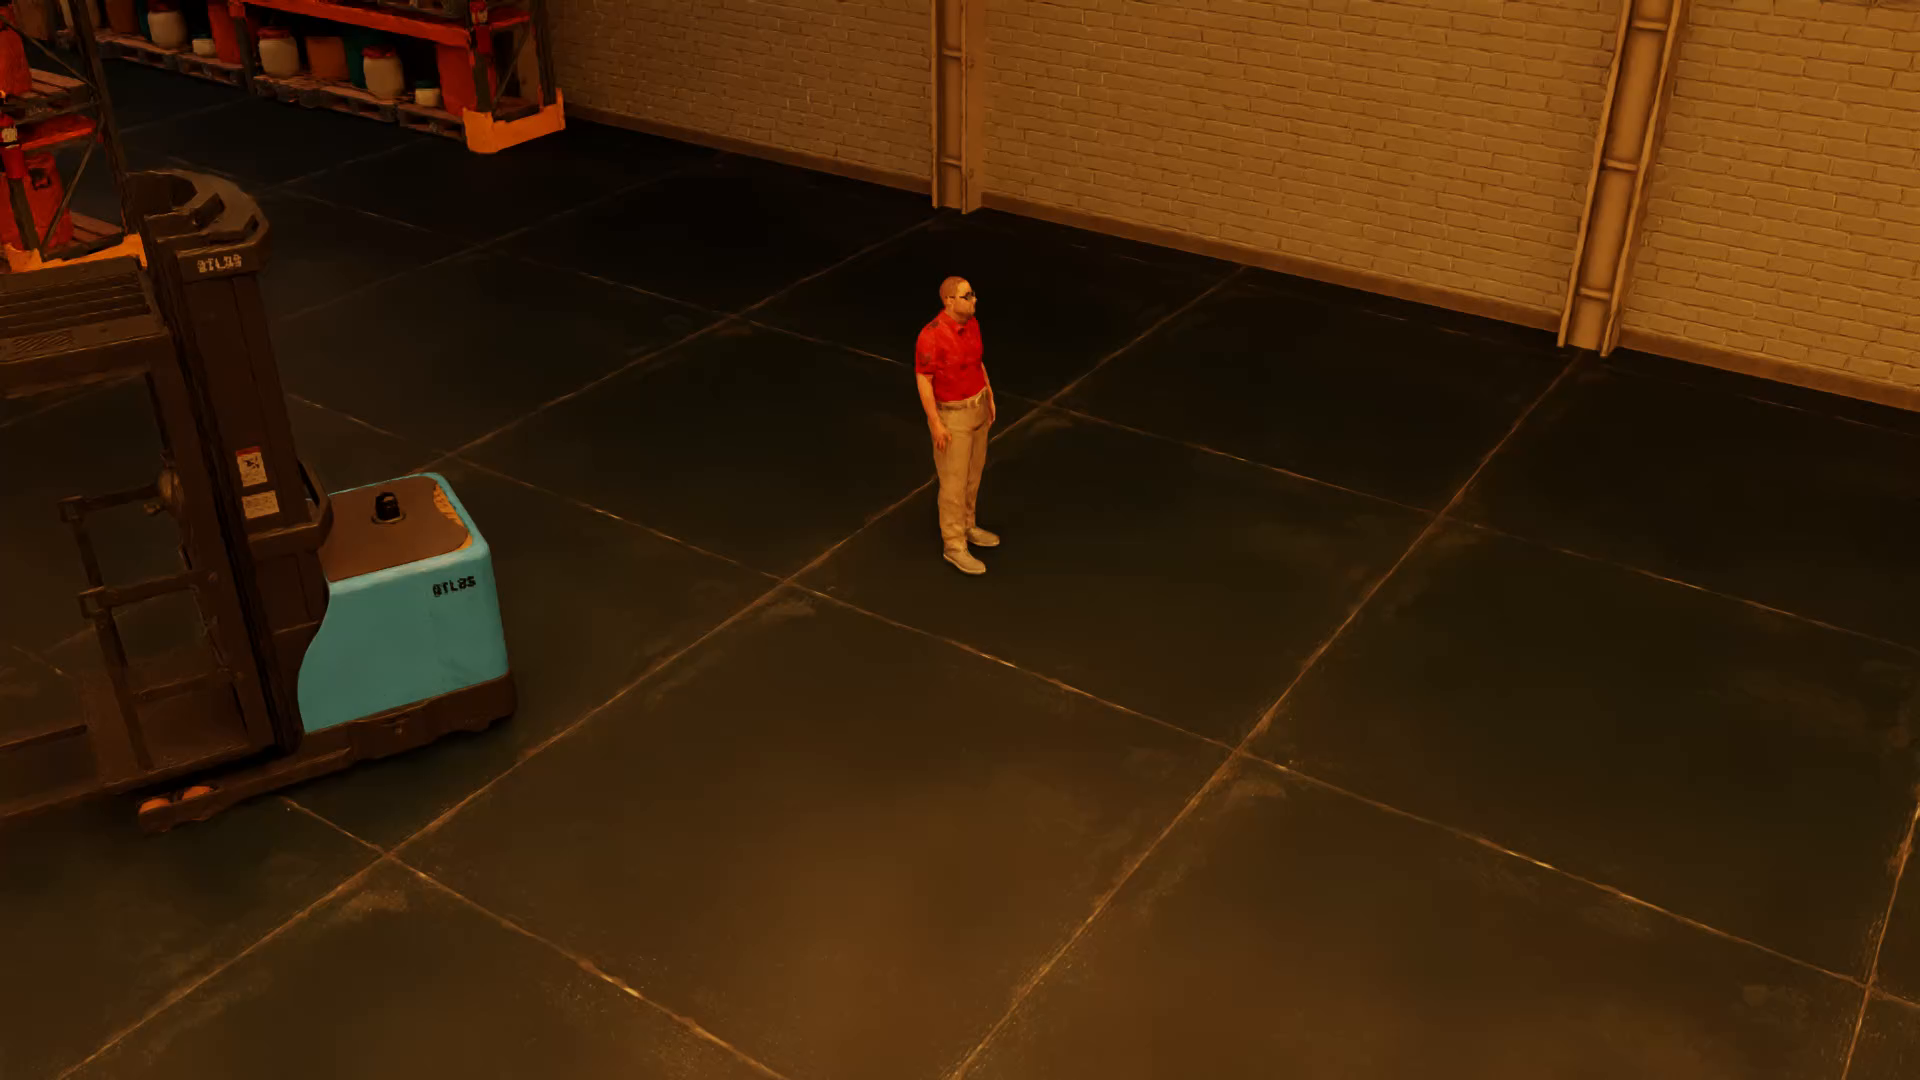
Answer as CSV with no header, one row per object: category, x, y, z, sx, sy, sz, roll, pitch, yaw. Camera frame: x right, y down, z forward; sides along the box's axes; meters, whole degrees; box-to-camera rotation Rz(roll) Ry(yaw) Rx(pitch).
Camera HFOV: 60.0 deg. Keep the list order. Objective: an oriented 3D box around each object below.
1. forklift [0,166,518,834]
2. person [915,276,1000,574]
forklift,-3.888,-0.152,7.843,3.031,2.935,1.130,-16,34,-25
person,0.068,-0.724,10.010,0.550,1.727,0.640,19,35,29
